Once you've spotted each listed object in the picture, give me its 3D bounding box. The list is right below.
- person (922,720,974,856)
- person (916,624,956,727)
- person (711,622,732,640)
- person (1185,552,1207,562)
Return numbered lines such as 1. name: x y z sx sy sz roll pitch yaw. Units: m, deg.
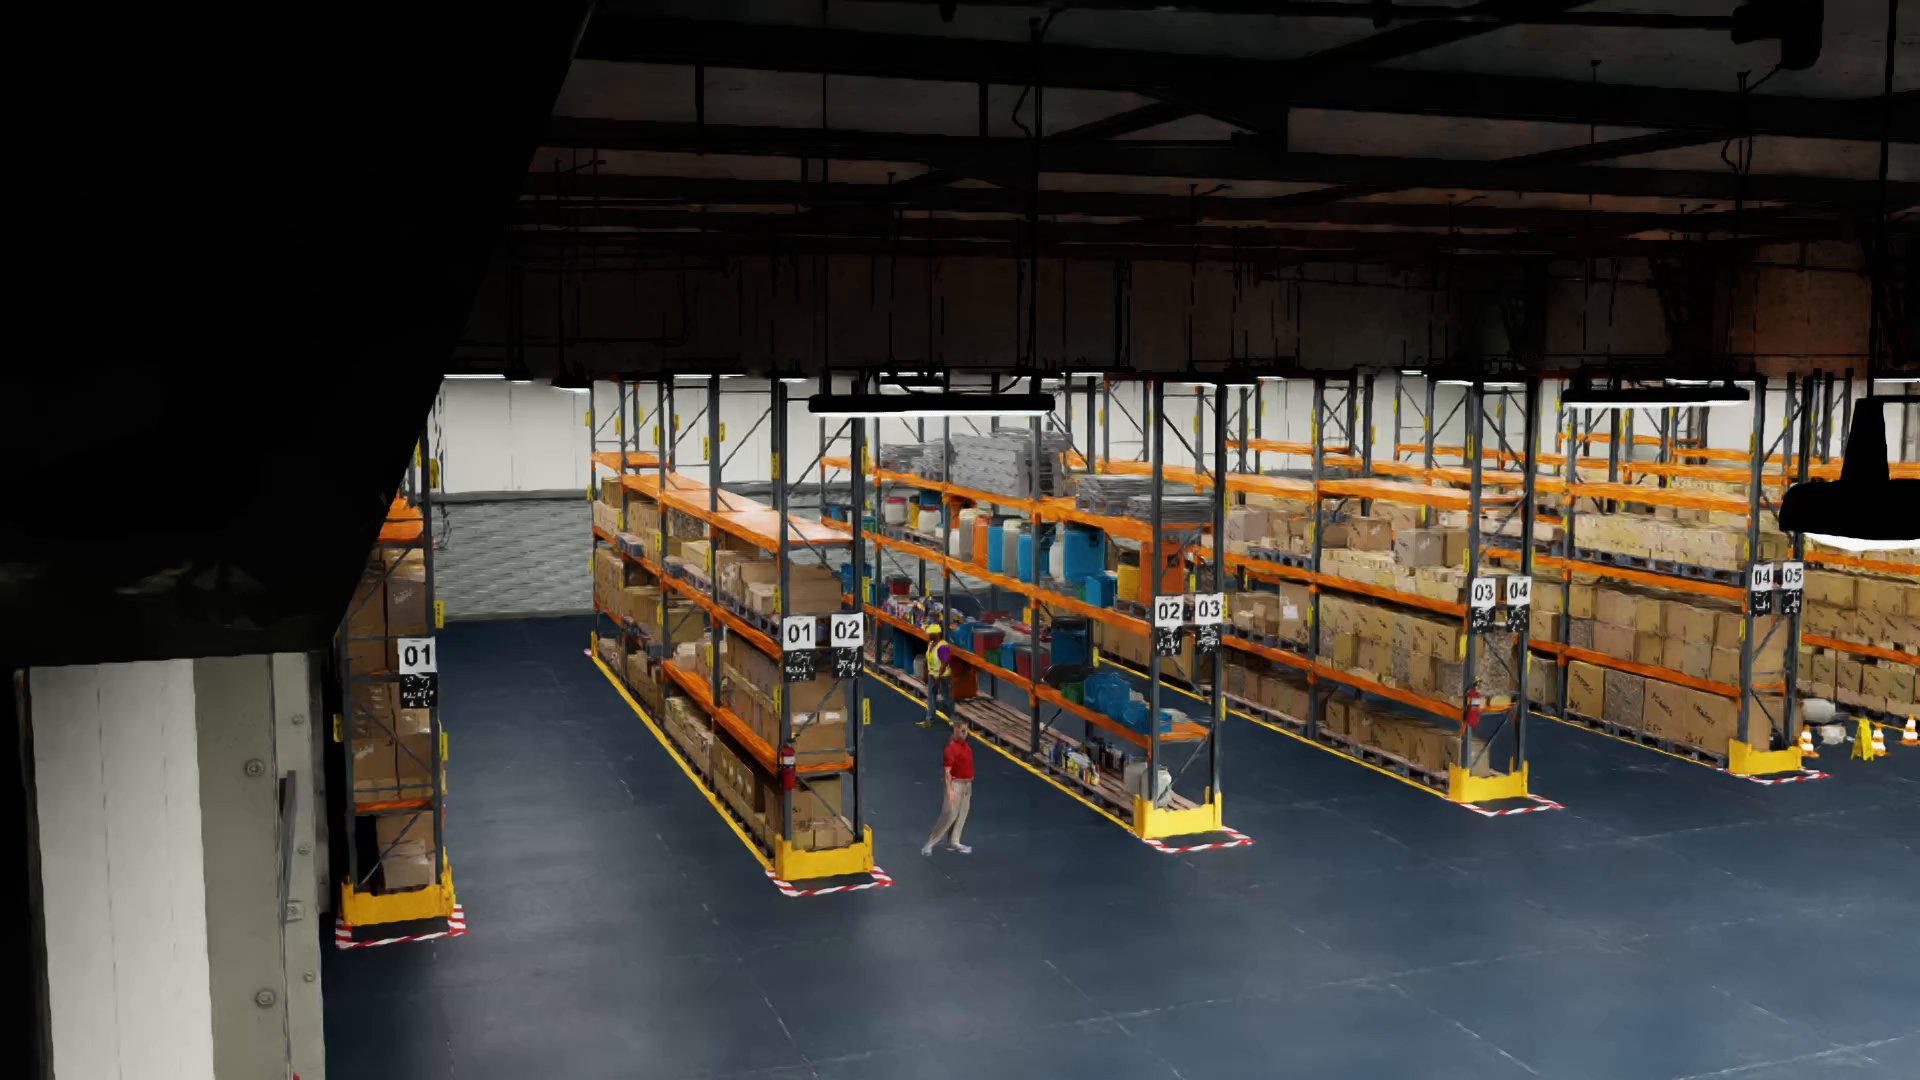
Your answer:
1. person: -0.141 3.137 21.020 0.545 1.719 0.737 4 7 29
2. person: -0.392 2.299 28.259 0.606 1.764 0.673 -5 8 -36
3. person: -4.607 1.875 32.493 0.530 1.663 0.449 5 8 39
4. person: 6.219 0.589 43.870 0.578 1.729 0.963 0 6 3
